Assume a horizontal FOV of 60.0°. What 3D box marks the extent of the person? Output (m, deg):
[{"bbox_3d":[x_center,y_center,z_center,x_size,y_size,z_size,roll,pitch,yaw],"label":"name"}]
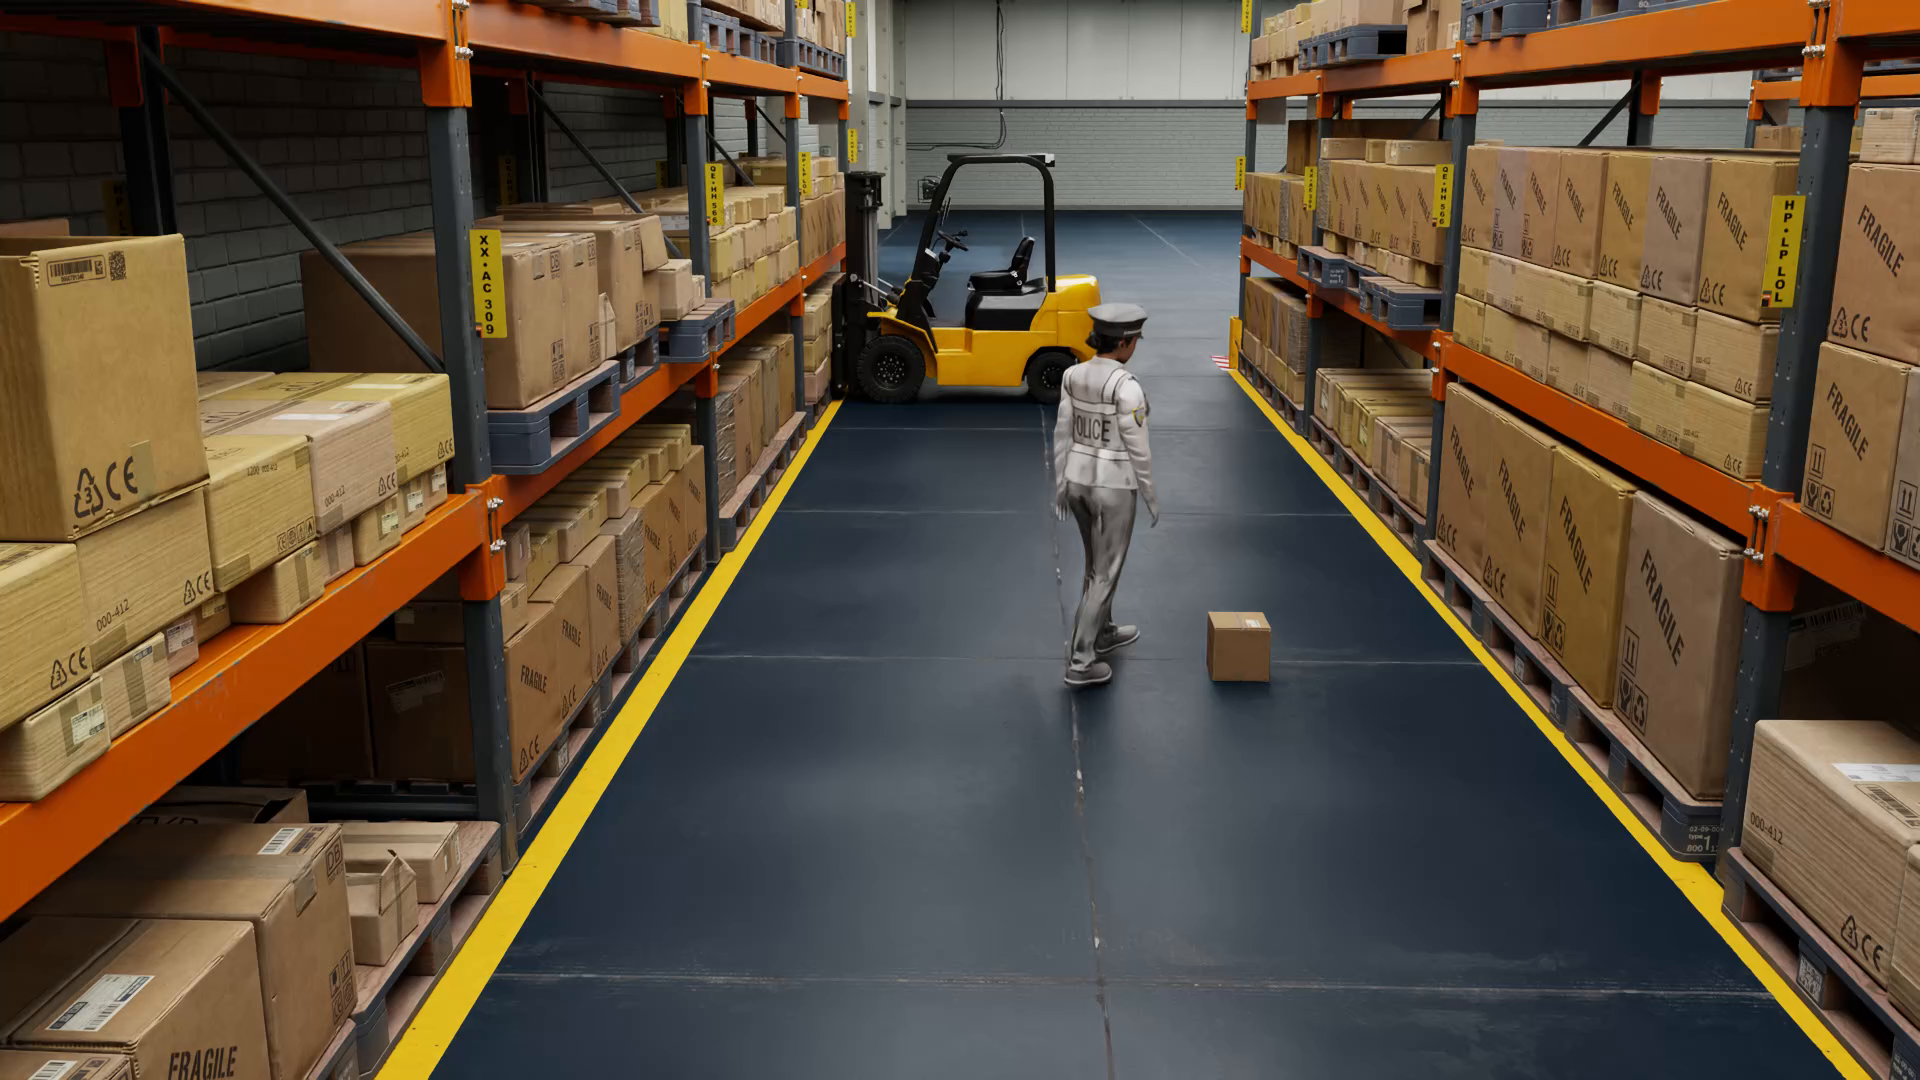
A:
[{"bbox_3d":[0.669,-0.221,7.329,0.699,1.637,0.520,-10,17,-34],"label":"person"}]
